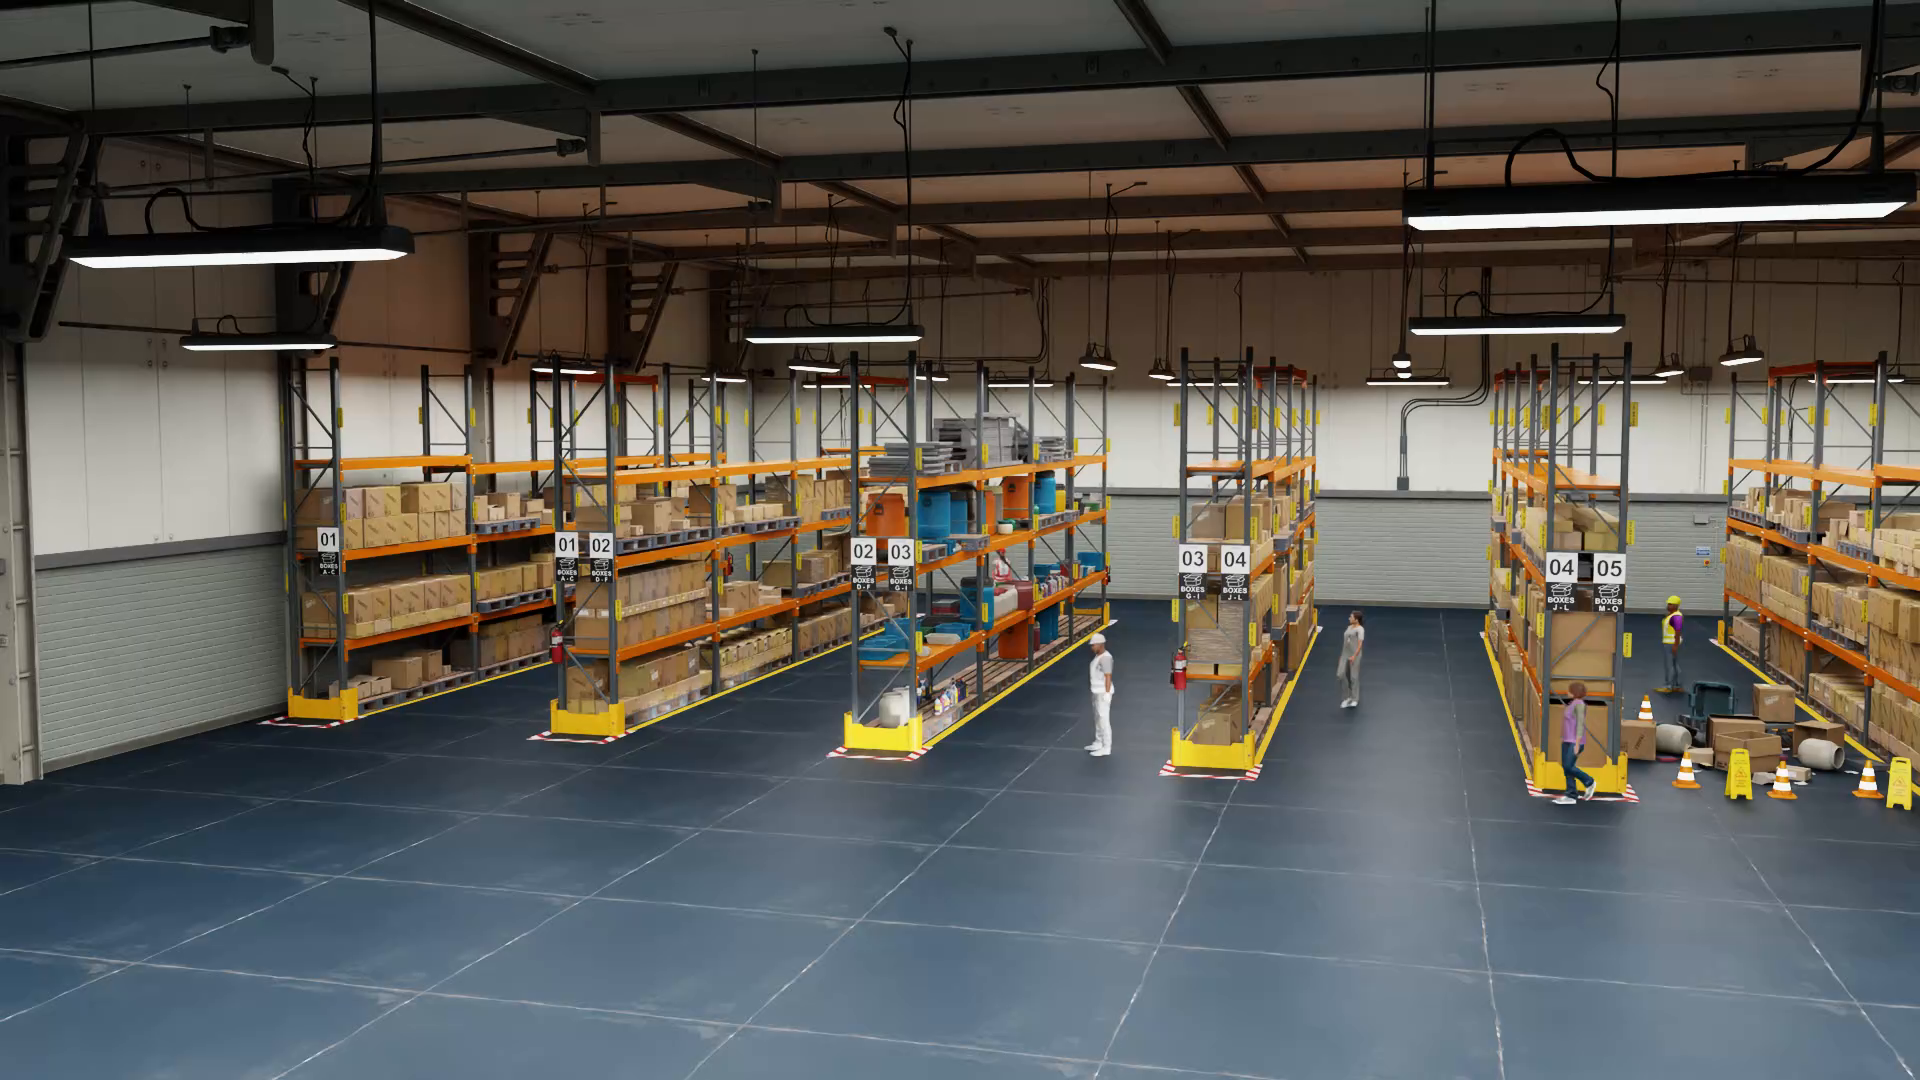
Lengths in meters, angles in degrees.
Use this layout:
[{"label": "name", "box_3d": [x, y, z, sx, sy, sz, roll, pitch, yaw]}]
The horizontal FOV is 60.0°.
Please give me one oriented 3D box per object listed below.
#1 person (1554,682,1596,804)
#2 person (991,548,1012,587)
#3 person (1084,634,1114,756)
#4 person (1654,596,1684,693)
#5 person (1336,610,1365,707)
[{"label": "person", "box_3d": [7.945, 2.621, 21.433, 0.487, 1.595, 0.424, -1, 4, -9]}, {"label": "person", "box_3d": [1.071, 1.077, 41.353, 0.567, 1.792, 0.566, -2, 5, -29]}, {"label": "person", "box_3d": [2.080, 2.285, 24.808, 0.416, 1.780, 0.634, 0, 4, -4]}, {"label": "person", "box_3d": [12.980, 1.900, 30.342, 0.449, 1.772, 0.600, 3, 5, 37]}, {"label": "person", "box_3d": [6.751, 2.081, 28.796, 0.512, 1.738, 0.518, 4, 5, 40]}]
